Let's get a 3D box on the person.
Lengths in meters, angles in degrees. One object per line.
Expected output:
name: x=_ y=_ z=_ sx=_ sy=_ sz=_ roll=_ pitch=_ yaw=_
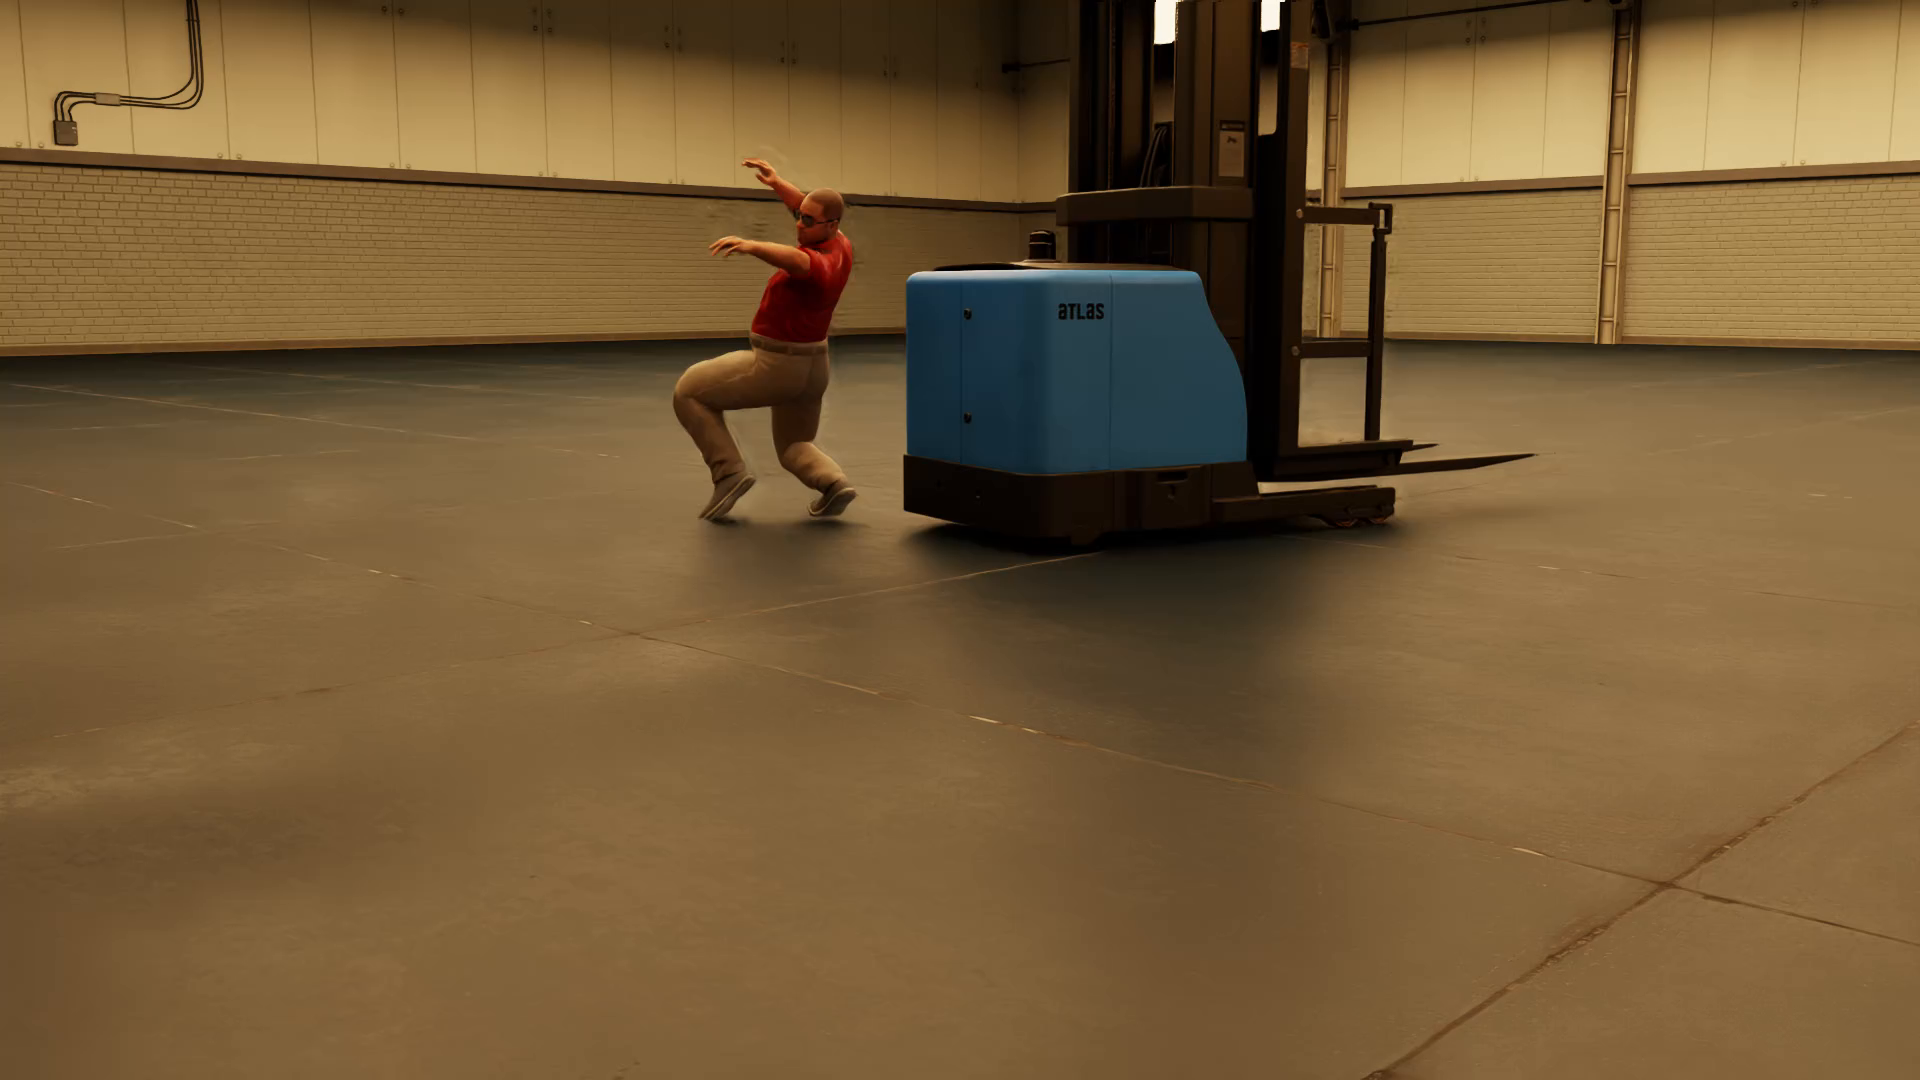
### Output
person: x=-0.937 y=-0.810 z=7.028 sx=0.859 sy=1.602 sz=1.108 roll=5 pitch=10 yaw=29

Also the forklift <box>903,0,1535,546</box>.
forklift: x=1.285 y=-1.563 z=7.256 sx=3.031 sy=2.935 sz=1.130 roll=-5 pitch=10 yaw=-31
